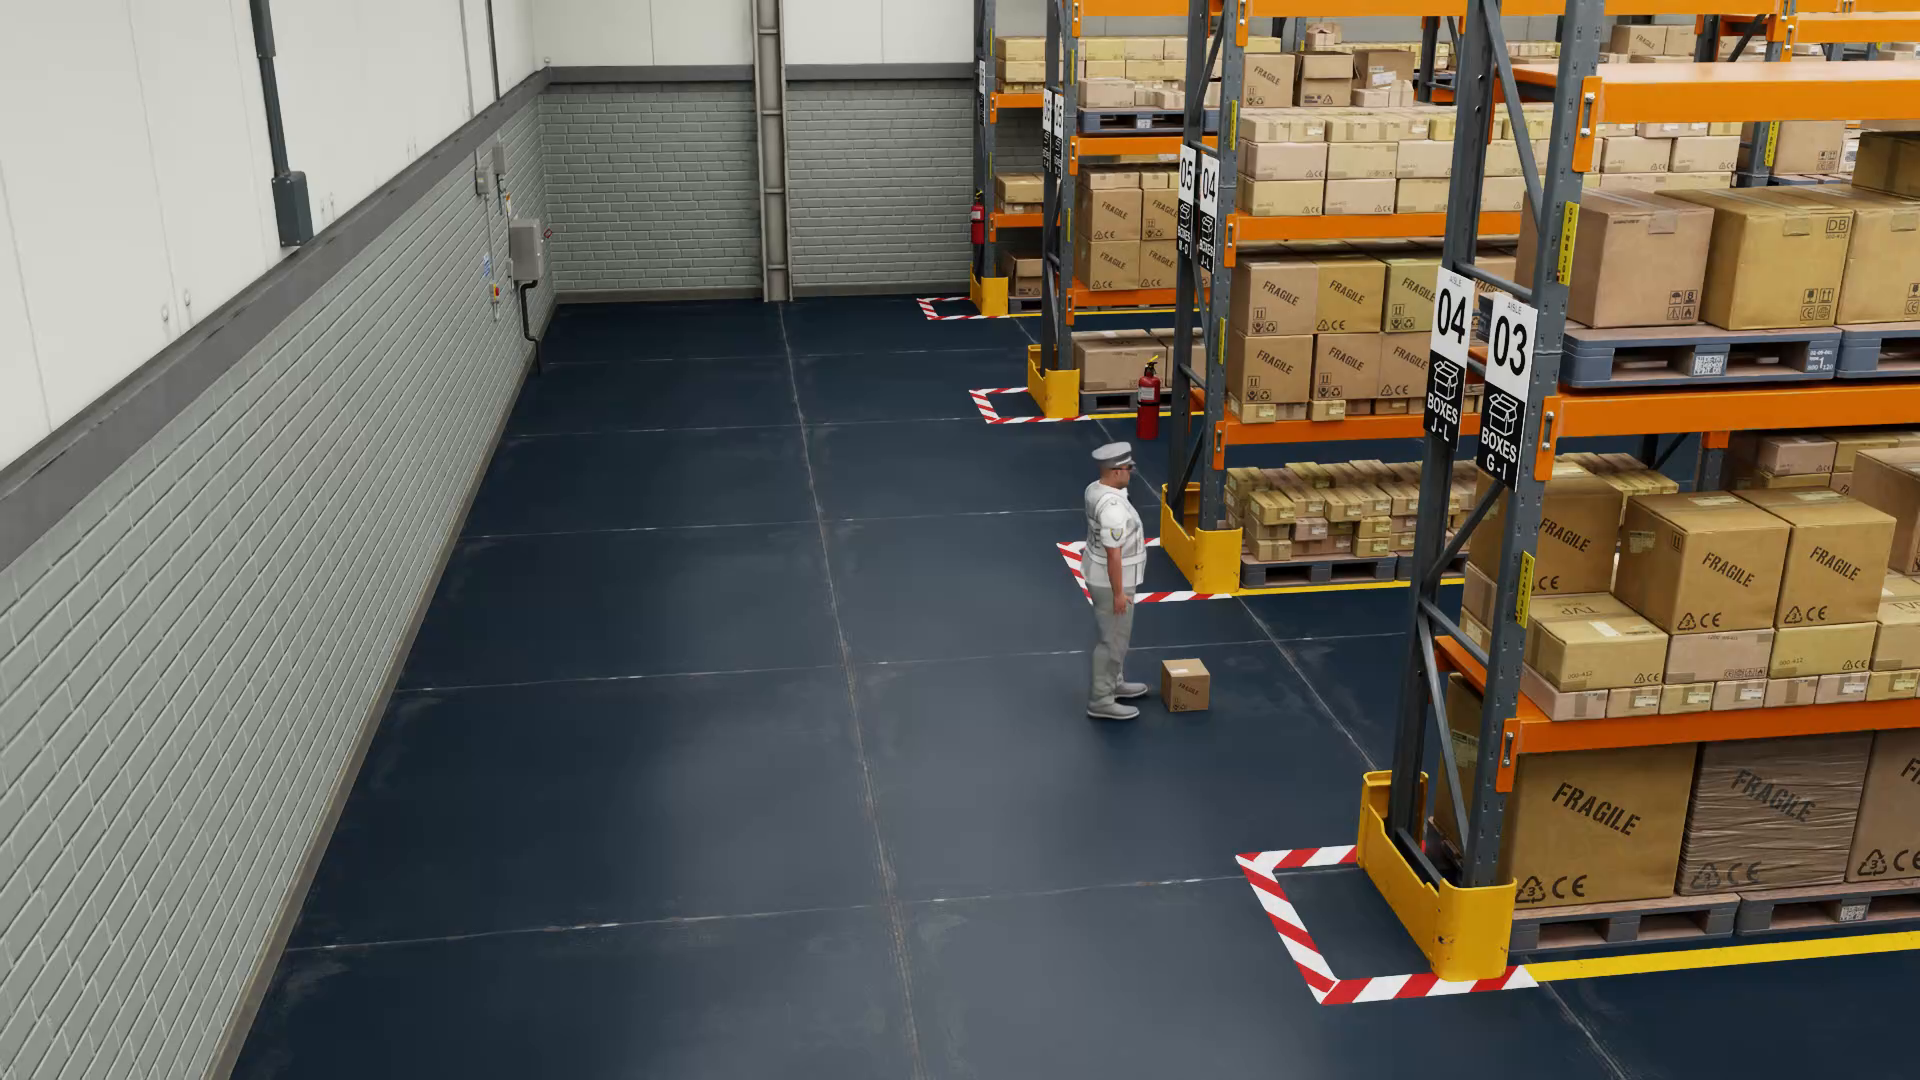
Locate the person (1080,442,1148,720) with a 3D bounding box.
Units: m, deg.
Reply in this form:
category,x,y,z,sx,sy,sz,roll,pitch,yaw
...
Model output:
category,x,y,z,sx,sy,sz,roll,pitch,yaw
person,1.000,0.240,10.382,0.484,1.759,0.540,-2,20,-7
